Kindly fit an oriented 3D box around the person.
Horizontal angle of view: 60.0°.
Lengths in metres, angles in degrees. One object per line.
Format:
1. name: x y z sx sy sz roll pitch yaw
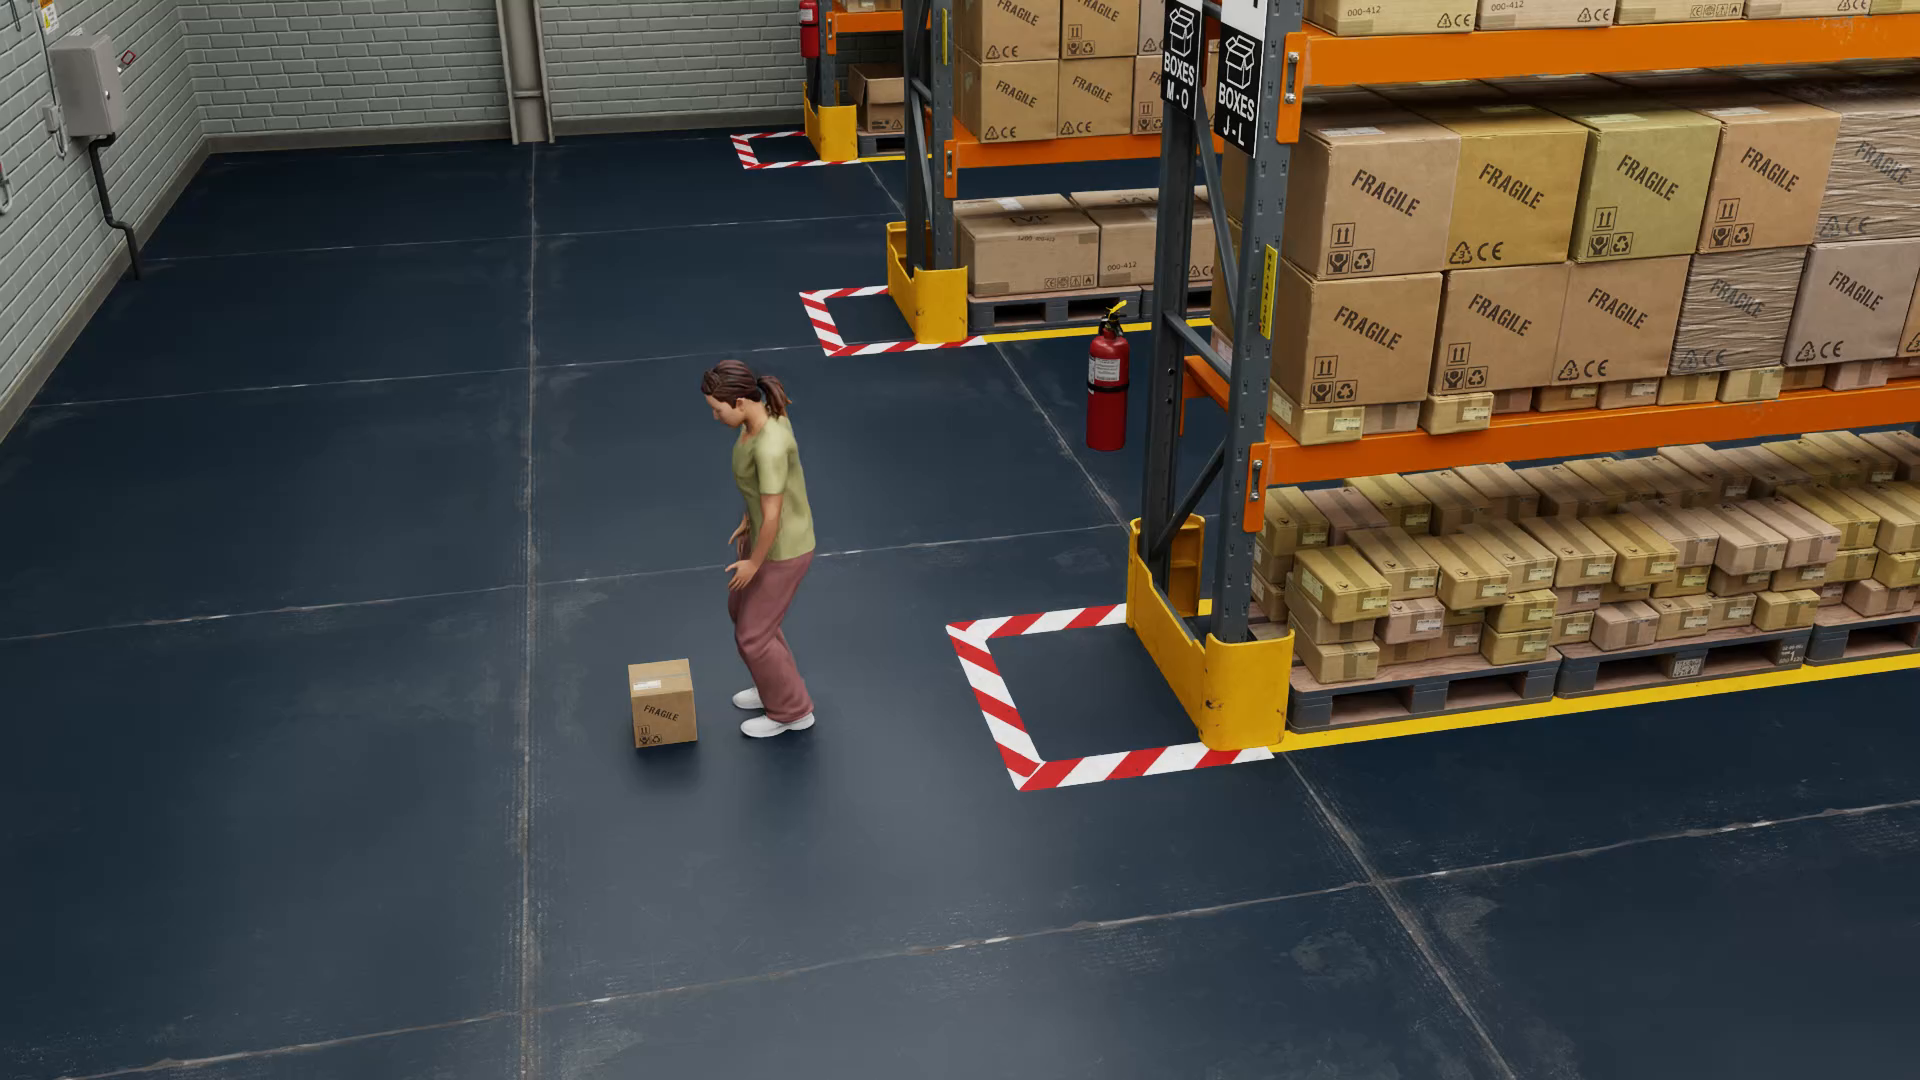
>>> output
1. person: -0.778 0.036 6.624 0.406 1.617 0.474 -5 27 -10
